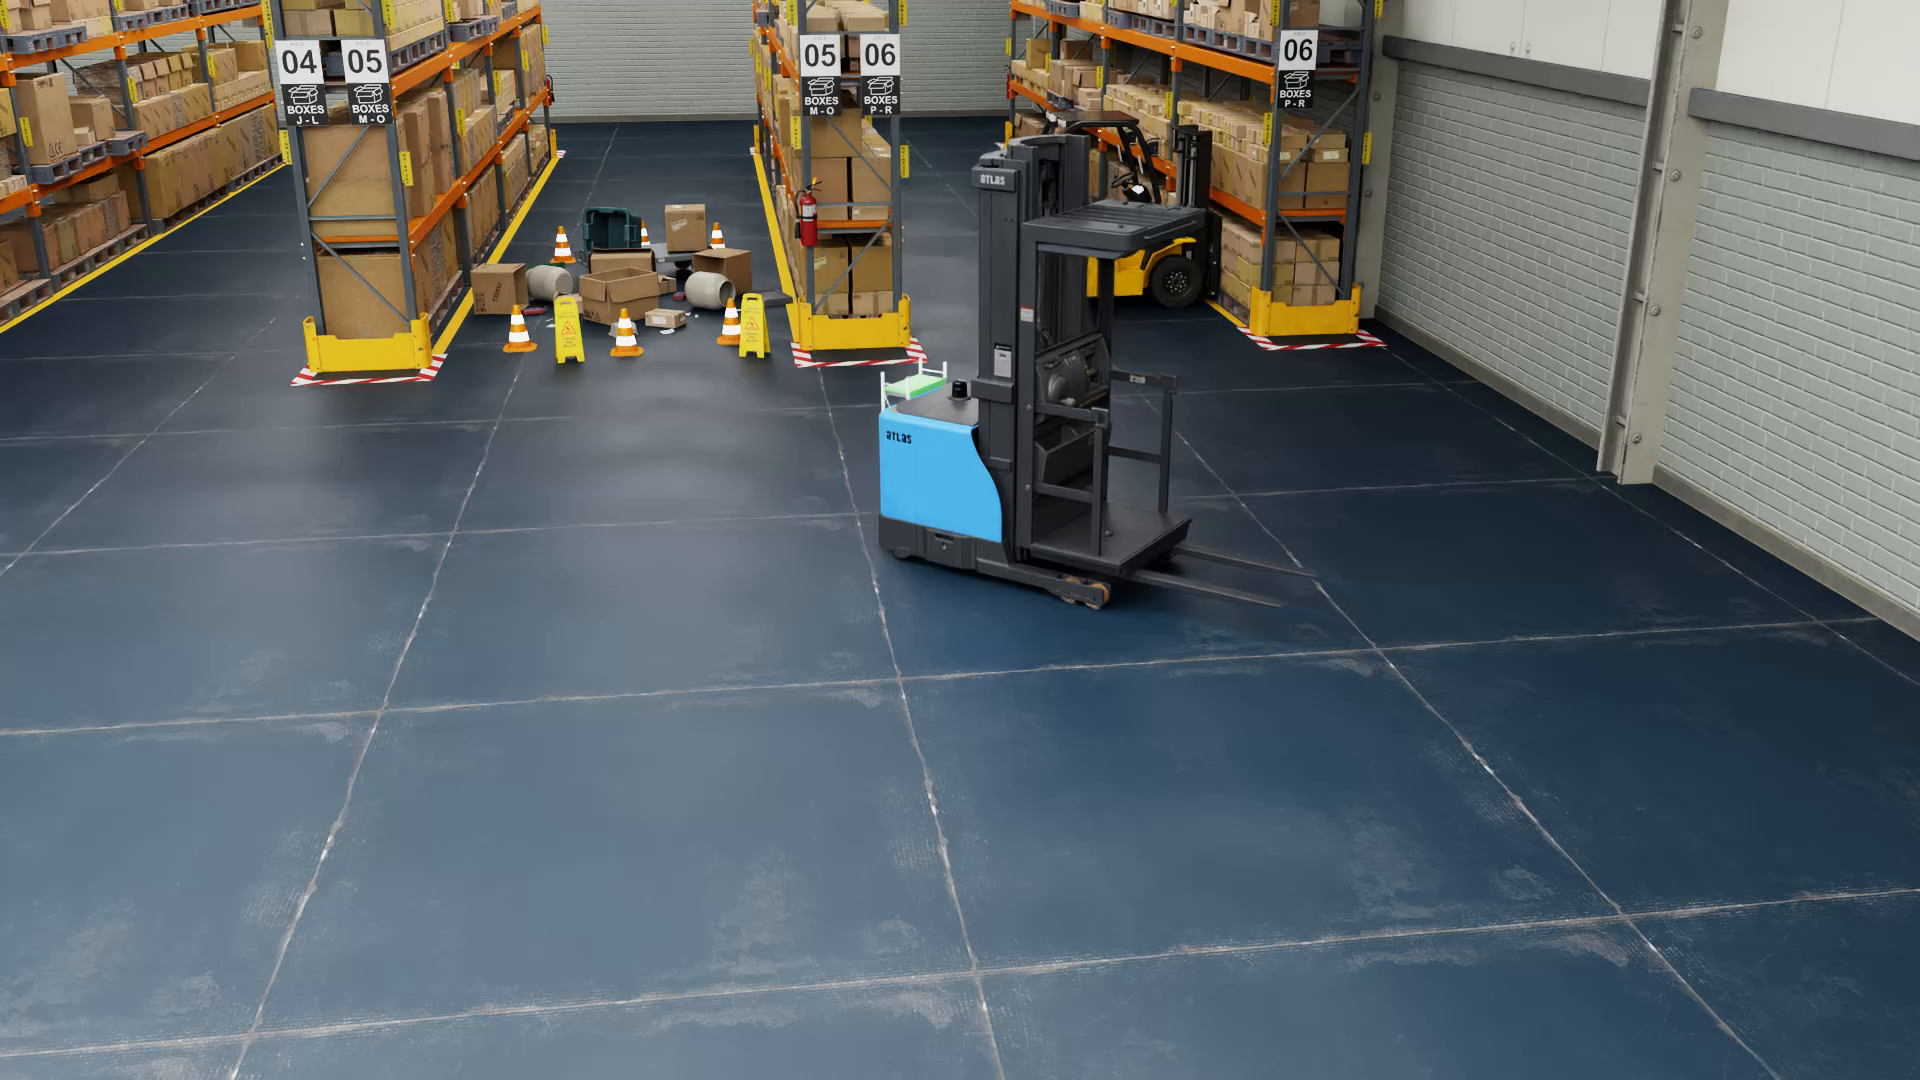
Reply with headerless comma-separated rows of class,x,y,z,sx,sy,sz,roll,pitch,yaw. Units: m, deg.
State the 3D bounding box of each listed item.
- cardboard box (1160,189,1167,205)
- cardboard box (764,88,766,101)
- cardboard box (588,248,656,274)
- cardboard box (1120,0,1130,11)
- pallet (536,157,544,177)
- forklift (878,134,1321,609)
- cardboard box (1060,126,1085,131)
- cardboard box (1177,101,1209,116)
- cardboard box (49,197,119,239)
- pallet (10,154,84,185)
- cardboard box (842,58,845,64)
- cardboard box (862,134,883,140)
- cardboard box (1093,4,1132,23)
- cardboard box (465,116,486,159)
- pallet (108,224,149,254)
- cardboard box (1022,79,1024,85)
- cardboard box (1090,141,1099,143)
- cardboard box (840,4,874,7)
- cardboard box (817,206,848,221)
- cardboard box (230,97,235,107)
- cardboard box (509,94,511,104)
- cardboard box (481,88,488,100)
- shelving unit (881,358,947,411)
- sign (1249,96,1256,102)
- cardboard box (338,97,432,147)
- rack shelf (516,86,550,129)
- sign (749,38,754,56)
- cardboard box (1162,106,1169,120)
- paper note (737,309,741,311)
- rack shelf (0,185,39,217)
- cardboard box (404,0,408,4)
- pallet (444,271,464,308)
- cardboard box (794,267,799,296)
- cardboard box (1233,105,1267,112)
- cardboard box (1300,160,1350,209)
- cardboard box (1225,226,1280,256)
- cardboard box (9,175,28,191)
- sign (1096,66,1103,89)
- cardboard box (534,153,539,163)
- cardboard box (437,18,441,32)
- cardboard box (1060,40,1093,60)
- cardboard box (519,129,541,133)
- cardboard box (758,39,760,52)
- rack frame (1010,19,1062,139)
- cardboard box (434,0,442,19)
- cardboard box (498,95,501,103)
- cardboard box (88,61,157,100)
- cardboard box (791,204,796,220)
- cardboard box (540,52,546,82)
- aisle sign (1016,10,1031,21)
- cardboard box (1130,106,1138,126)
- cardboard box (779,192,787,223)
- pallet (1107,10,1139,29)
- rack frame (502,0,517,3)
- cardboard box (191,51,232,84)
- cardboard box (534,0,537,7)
cardboard box,3.132,-4.371,22.425,0.875,0.625,0.625,-2,21,-5
cardboard box,-2.838,-7.092,26.416,0.500,0.250,0.500,-4,21,-9
cardboard box,-4.018,-3.168,19.784,0.797,0.637,0.503,-3,21,-8
cardboard box,2.677,-7.754,23.517,0.700,0.500,0.500,-3,21,-9
pallet,-8.041,-6.688,29.820,1.003,0.211,1.213,-3,21,-8
forklift,0.935,-1.130,11.052,3.031,2.935,1.130,13,24,30
cardboard box,1.938,-7.120,28.612,0.380,0.149,0.250,-4,21,-10
cardboard box,2.970,-5.471,21.082,0.380,0.149,0.250,-2,21,-7
cardboard box,-11.867,-4.352,22.526,0.700,0.500,0.500,-5,21,-12
pallet,-11.466,-4.537,20.350,1.003,0.211,1.213,-3,21,-8
cardboard box,-1.076,-5.244,18.043,0.380,0.149,0.250,-4,21,-9
cardboard box,-1.144,-4.365,19.048,0.500,0.500,0.500,-3,21,-9
cardboard box,2.327,-7.992,25.253,0.500,0.250,0.500,-4,21,-10
cardboard box,-6.602,-5.336,22.073,0.500,0.500,0.500,-3,21,-7
pallet,-11.965,-4.163,23.060,1.003,0.211,1.213,-3,21,-8
cardboard box,1.395,-8.750,31.716,0.380,0.149,0.250,-2,21,-6
cardboard box,2.156,-6.439,27.216,0.380,0.149,0.250,-4,21,-10
cardboard box,-1.202,-6.153,19.335,0.380,0.149,0.250,-2,21,-6
cardboard box,-1.382,-3.471,17.580,0.380,0.149,0.250,-2,21,-6
cardboard box,-12.482,-7.399,28.099,0.380,0.149,0.250,-3,21,-9
cardboard box,-7.369,-7.028,26.505,0.380,0.149,0.250,-4,21,-11
cardboard box,-7.029,-6.484,24.198,0.380,0.149,0.250,-3,21,-8
shelving unit,-0.334,-0.704,12.385,0.258,1.200,0.503,13,24,30
sign,3.767,-5.577,21.512,0.100,0.325,0.005,-3,21,-8
cardboard box,-6.422,-4.638,18.590,0.875,0.550,0.550,-3,21,-8
rack shelf,-8.018,-7.695,29.561,1.077,0.370,4.000,-3,21,-8
sign,-3.973,-9.426,31.816,0.100,0.325,0.005,-3,21,-8
cardboard box,2.894,-5.652,21.993,0.380,0.149,0.250,-3,21,-9
paper note,-2.515,-2.683,19.356,0.142,0.019,0.148,-11,23,-26
rack shelf,-11.211,-3.325,17.860,1.077,0.370,4.000,-3,21,-8
cardboard box,-5.879,-5.573,17.040,0.380,0.149,0.250,-3,21,-9
pallet,-6.545,-2.996,19.937,1.003,0.211,1.213,-3,21,-8
cardboard box,-1.647,-3.005,19.305,0.500,0.250,0.500,-4,21,-10
cardboard box,3.610,-5.321,20.681,0.380,0.149,0.250,-3,21,-8
cardboard box,3.998,-3.954,18.372,0.500,0.500,0.500,-2,21,-6
cardboard box,3.340,-3.419,18.982,0.500,0.250,0.500,-3,21,-7
cardboard box,-11.178,-4.177,19.473,0.380,0.149,0.250,-3,21,-8
sign,2.106,-6.966,25.038,0.100,0.325,0.005,-3,21,-8
cardboard box,-7.692,-6.790,29.584,0.380,0.149,0.250,-3,21,-9
cardboard box,-6.171,-5.904,19.065,0.380,0.149,0.250,-3,21,-7
cardboard box,2.114,-8.825,30.276,0.500,0.500,0.500,-3,21,-9
cardboard box,-7.863,-7.428,30.441,0.380,0.149,0.250,-4,21,-10
cardboard box,-3.253,-8.465,29.022,0.500,0.500,0.500,-3,21,-9
rack frame,1.488,-9.261,32.725,1.000,3.000,0.127,-3,21,-8
cardboard box,-6.252,-6.130,19.101,0.500,0.250,0.500,-3,21,-8
cardboard box,-7.179,-6.710,25.229,0.380,0.149,0.250,-3,21,-8
cardboard box,-12.257,-6.736,24.388,0.797,0.503,0.637,-2,21,-6
cardboard box,-1.799,-3.883,19.657,0.380,0.149,0.250,-2,21,-5
cardboard box,-7.987,-8.768,30.837,0.500,0.500,0.500,-2,21,-7
aisle sign,1.188,-10.488,32.293,0.394,0.787,0.004,-3,21,-8
cardboard box,2.691,-5.958,23.381,0.500,0.250,0.500,-3,21,-7
cardboard box,-2.084,-4.754,23.813,0.950,0.372,0.625,-3,21,-9
pallet,2.828,-7.577,24.200,1.213,0.211,1.003,-2,21,-5
rack frame,-7.730,-10.150,26.531,1.000,3.000,0.127,-3,21,-8
cardboard box,-12.532,-7.895,27.784,0.500,0.500,0.500,-3,21,-8
cardboard box,-7.899,-9.739,29.932,0.500,0.250,0.500,-3,21,-8
